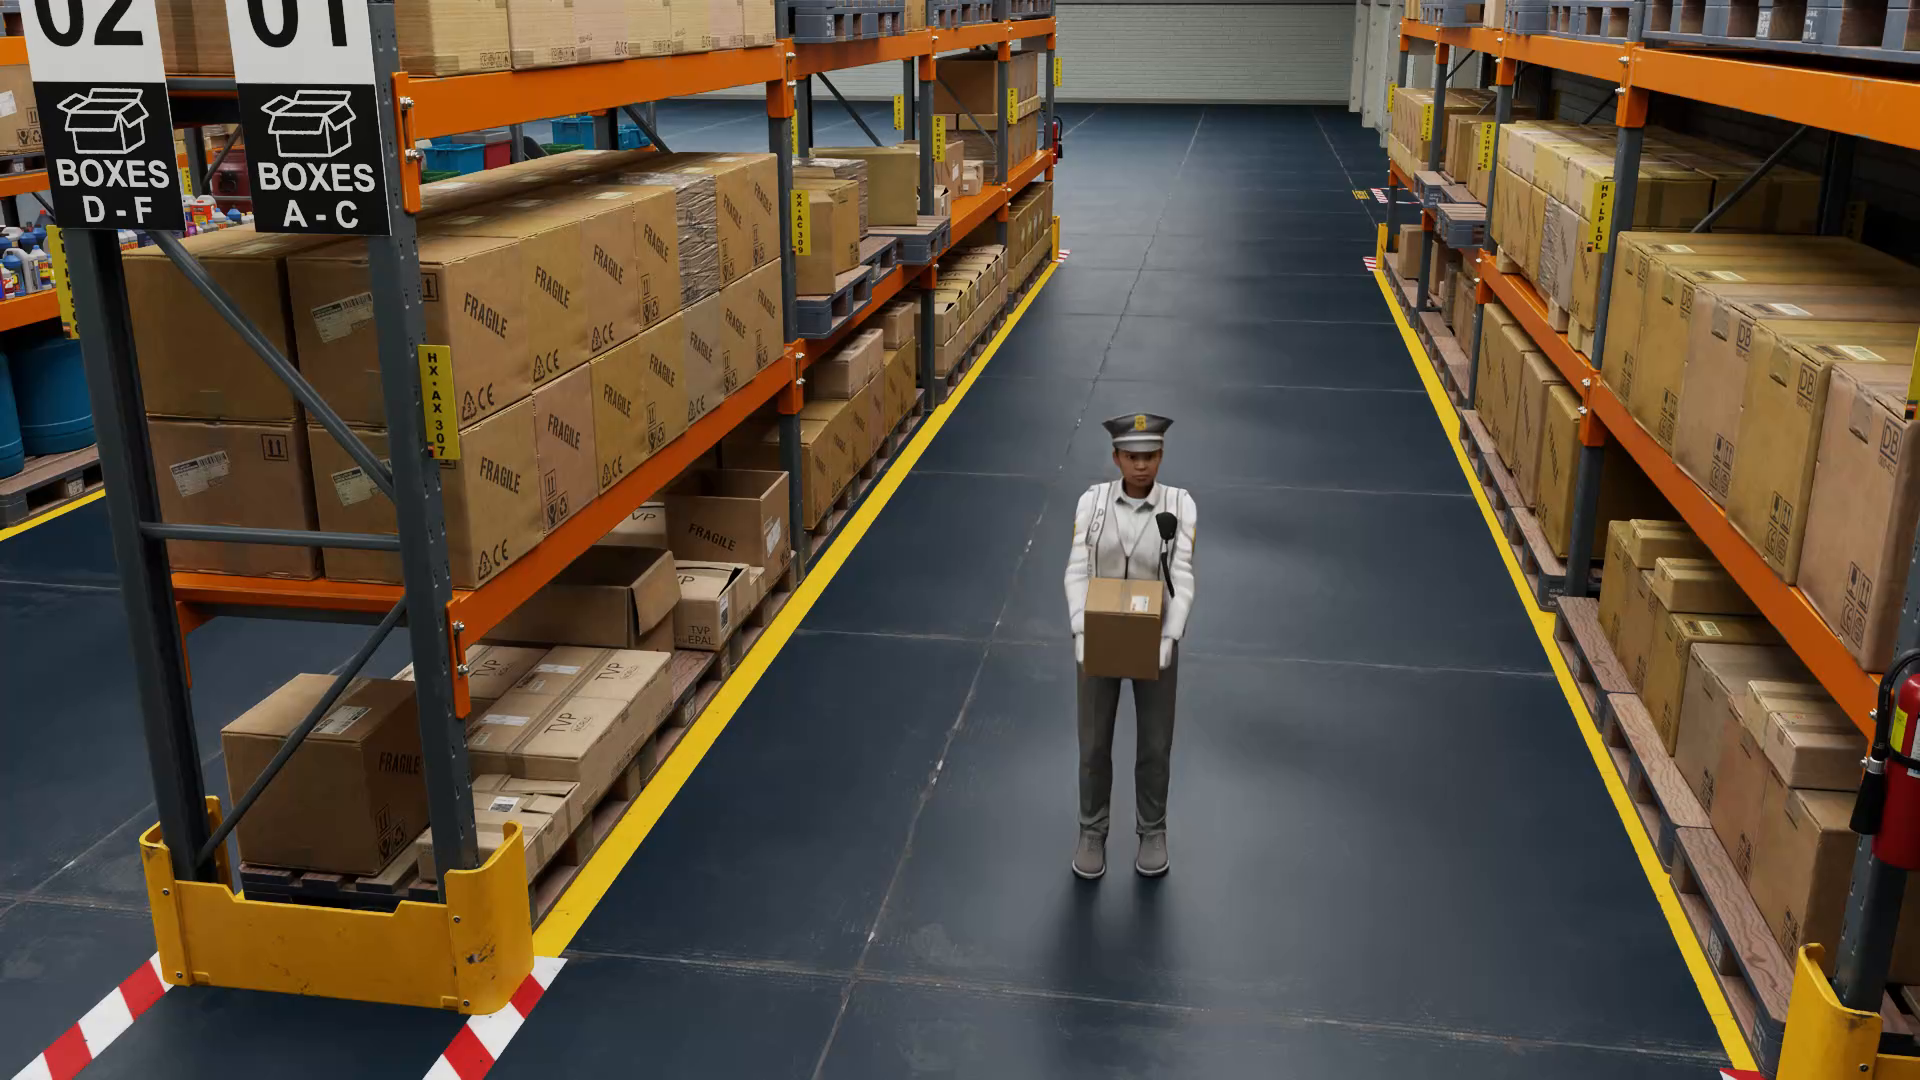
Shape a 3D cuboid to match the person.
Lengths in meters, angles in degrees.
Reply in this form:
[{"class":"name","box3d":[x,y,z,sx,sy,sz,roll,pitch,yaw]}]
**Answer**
[{"class":"person","box3d":[0.585,0.386,5.834,0.453,1.691,0.535,3,18,9]}]
